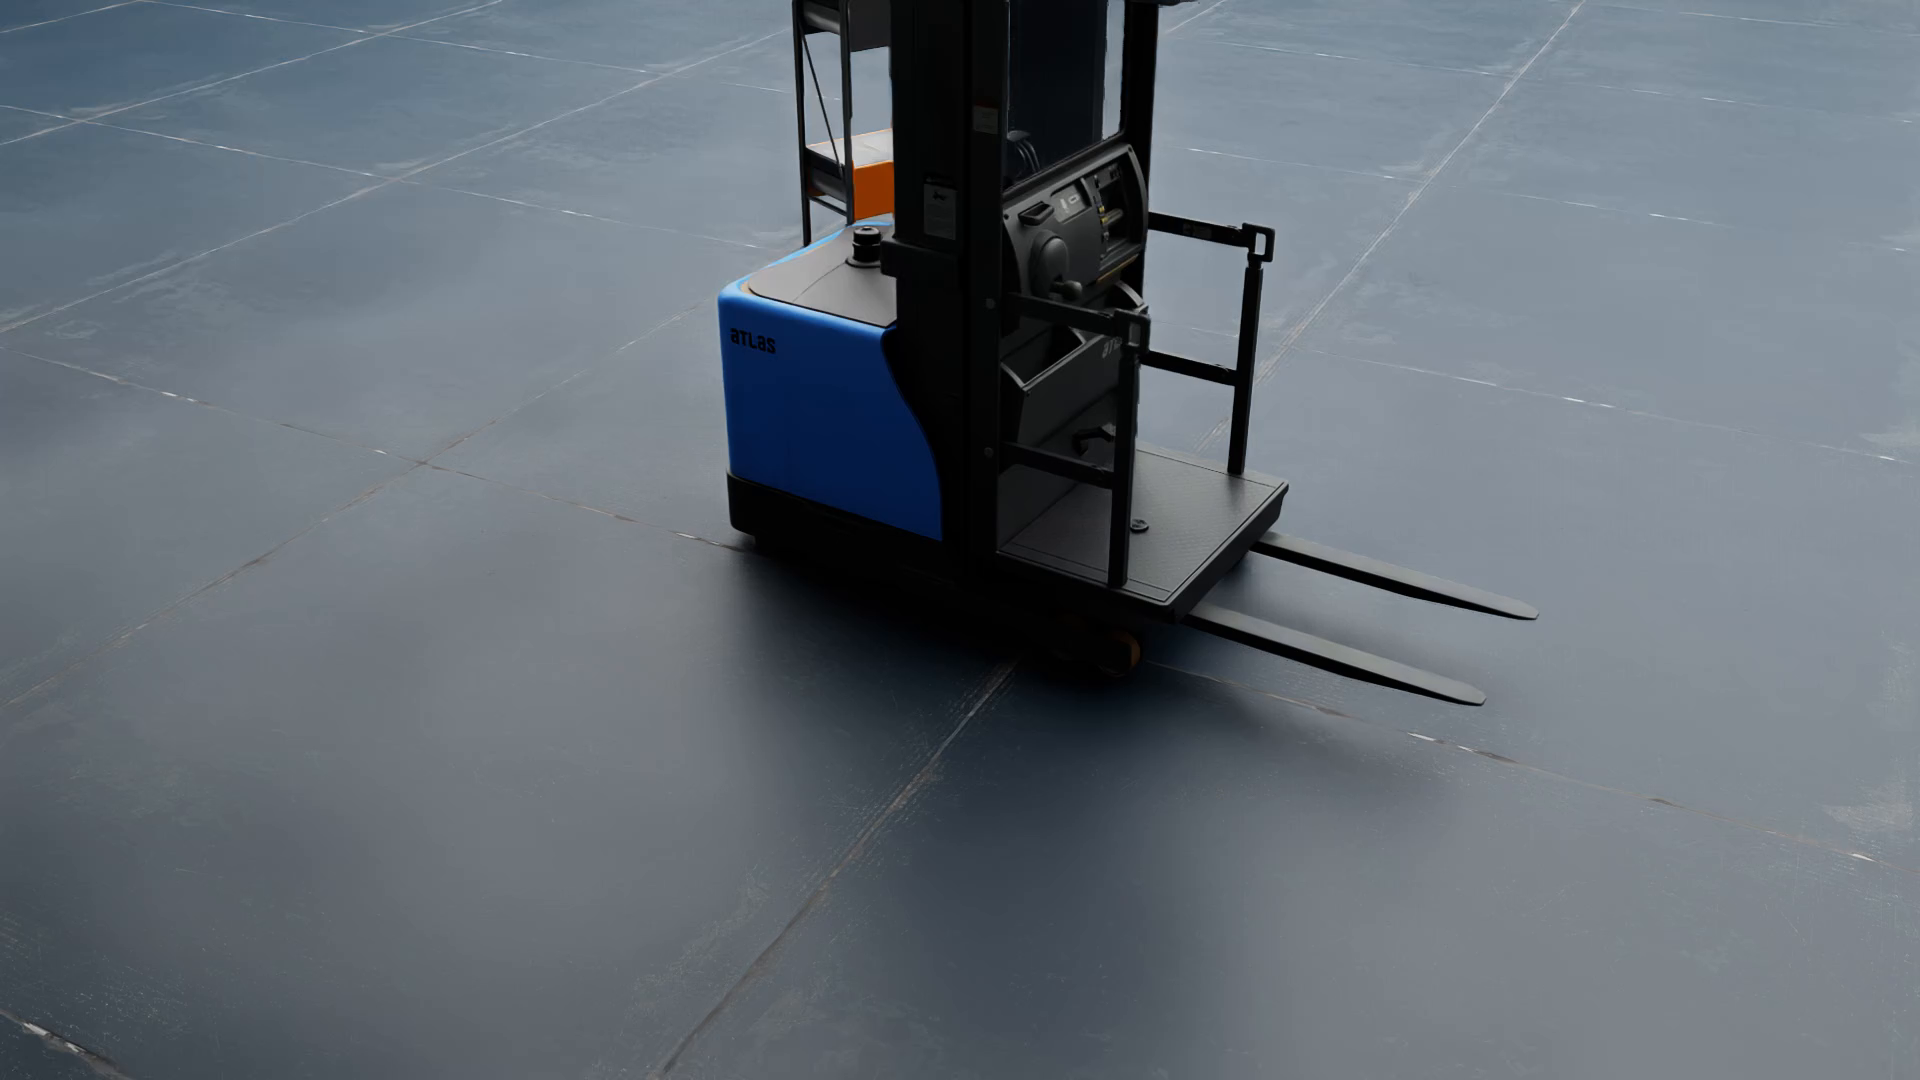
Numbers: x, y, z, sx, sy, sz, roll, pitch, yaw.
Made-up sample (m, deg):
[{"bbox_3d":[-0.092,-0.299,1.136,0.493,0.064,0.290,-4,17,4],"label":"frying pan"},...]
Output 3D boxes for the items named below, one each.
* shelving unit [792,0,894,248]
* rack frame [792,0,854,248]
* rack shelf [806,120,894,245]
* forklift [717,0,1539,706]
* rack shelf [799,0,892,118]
[{"bbox_3d":[-0.374,-1.505,7.262,0.503,2.100,0.431,-20,35,-31],"label":"shelving unit"},{"bbox_3d":[-0.571,-1.433,7.136,0.015,2.100,0.400,-20,35,-31],"label":"rack frame"},{"bbox_3d":[-0.374,-1.493,7.269,0.480,0.518,0.431,-20,35,-31],"label":"rack shelf"},{"bbox_3d":[0.587,-1.088,5.702,3.031,2.935,1.130,18,34,28],"label":"forklift"},{"bbox_3d":[-0.375,-2.101,6.921,0.480,0.518,0.431,-20,35,-31],"label":"rack shelf"}]
